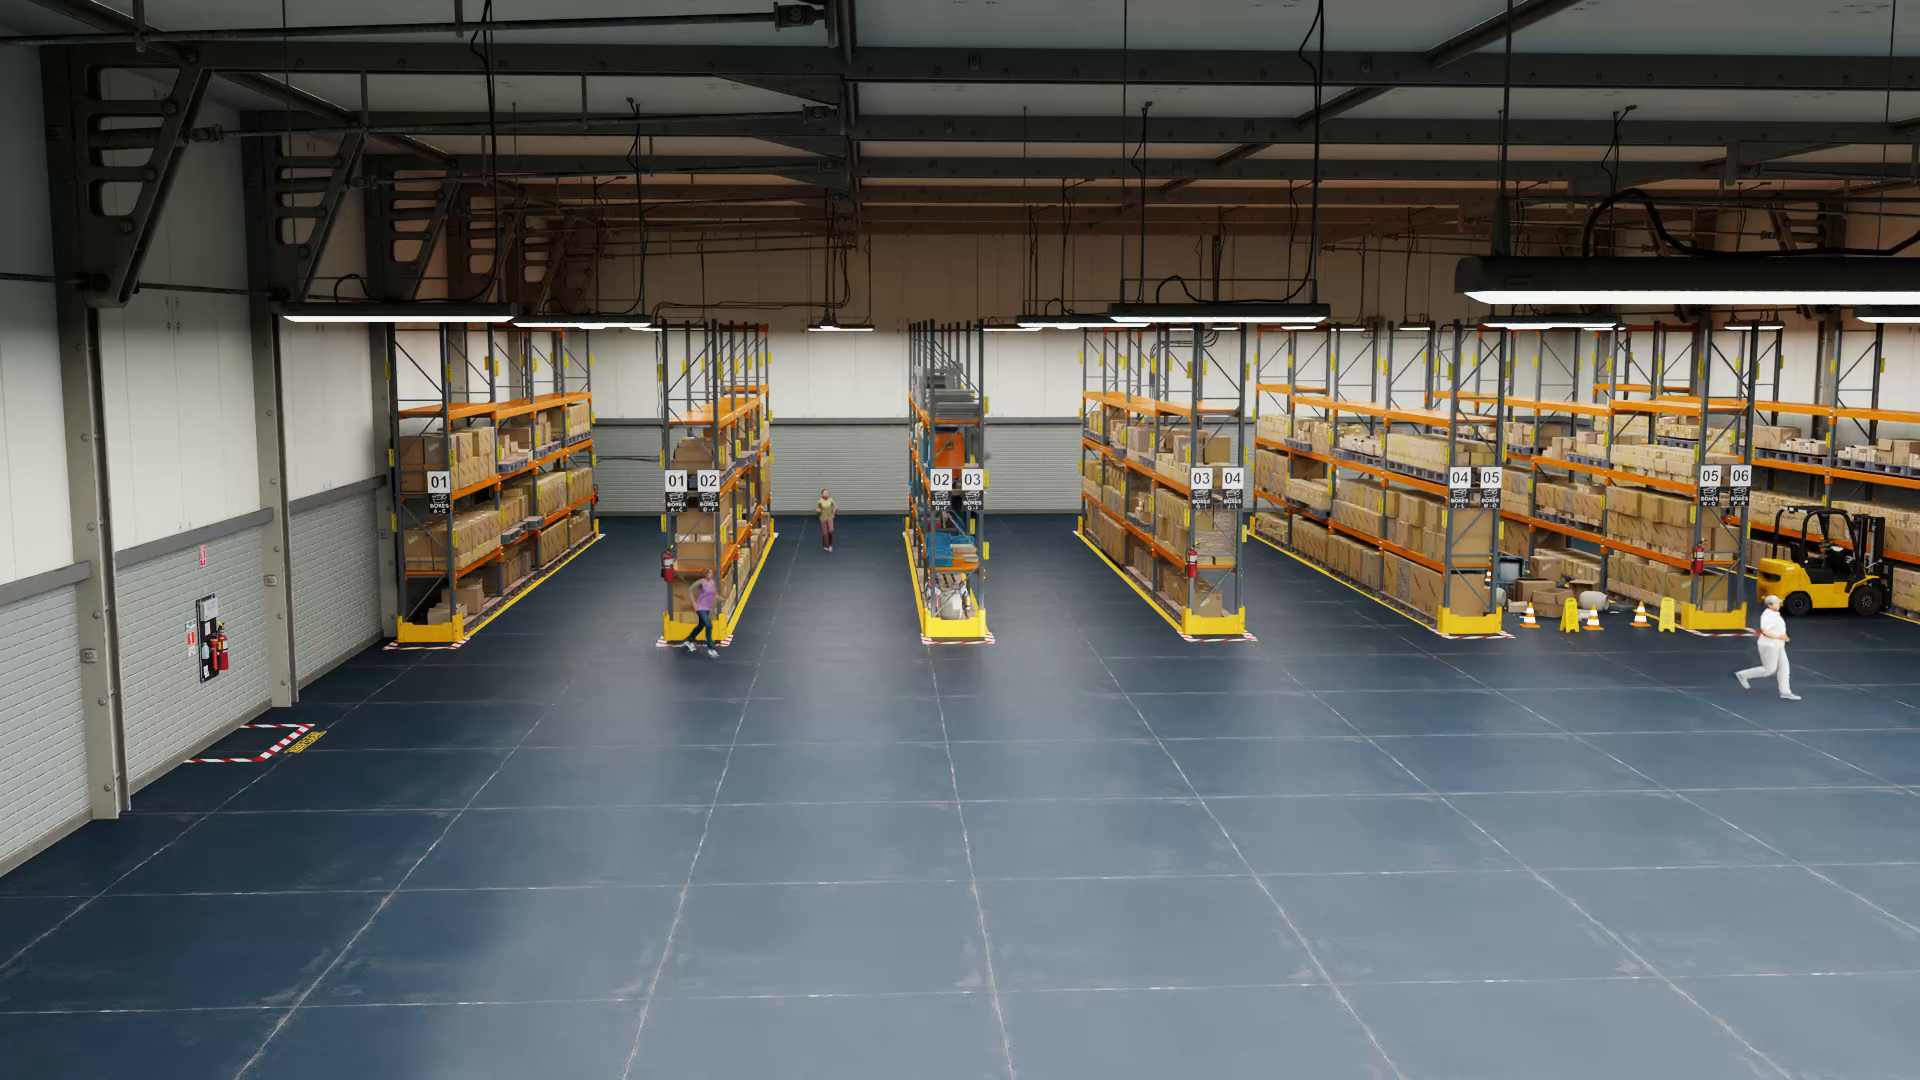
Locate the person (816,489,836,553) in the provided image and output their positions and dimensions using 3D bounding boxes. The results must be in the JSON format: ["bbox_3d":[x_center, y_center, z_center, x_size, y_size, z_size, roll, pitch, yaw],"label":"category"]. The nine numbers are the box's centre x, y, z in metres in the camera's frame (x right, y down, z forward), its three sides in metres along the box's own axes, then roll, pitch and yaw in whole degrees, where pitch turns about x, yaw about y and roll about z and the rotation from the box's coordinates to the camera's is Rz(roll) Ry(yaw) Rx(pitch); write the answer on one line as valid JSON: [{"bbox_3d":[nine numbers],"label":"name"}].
[{"bbox_3d":[-3.520,-0.505,43.816,0.555,1.688,0.683,-1,7,-9],"label":"person"}]

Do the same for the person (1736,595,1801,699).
[{"bbox_3d":[12.799,1.678,26.235,0.932,1.633,0.621,6,9,39],"label":"person"}]

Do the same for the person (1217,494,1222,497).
[{"bbox_3d":[7.215,-0.883,46.163,0.720,1.797,1.042,0,7,0],"label":"person"}]

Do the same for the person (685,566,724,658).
[{"bbox_3d":[-4.597,1.268,29.740,0.848,1.619,0.485,4,8,27],"label":"person"}]

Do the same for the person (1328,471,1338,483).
[{"bbox_3d":[10.978,-1.216,49.187,0.692,1.779,0.633,-1,7,-5],"label":"person"}]
